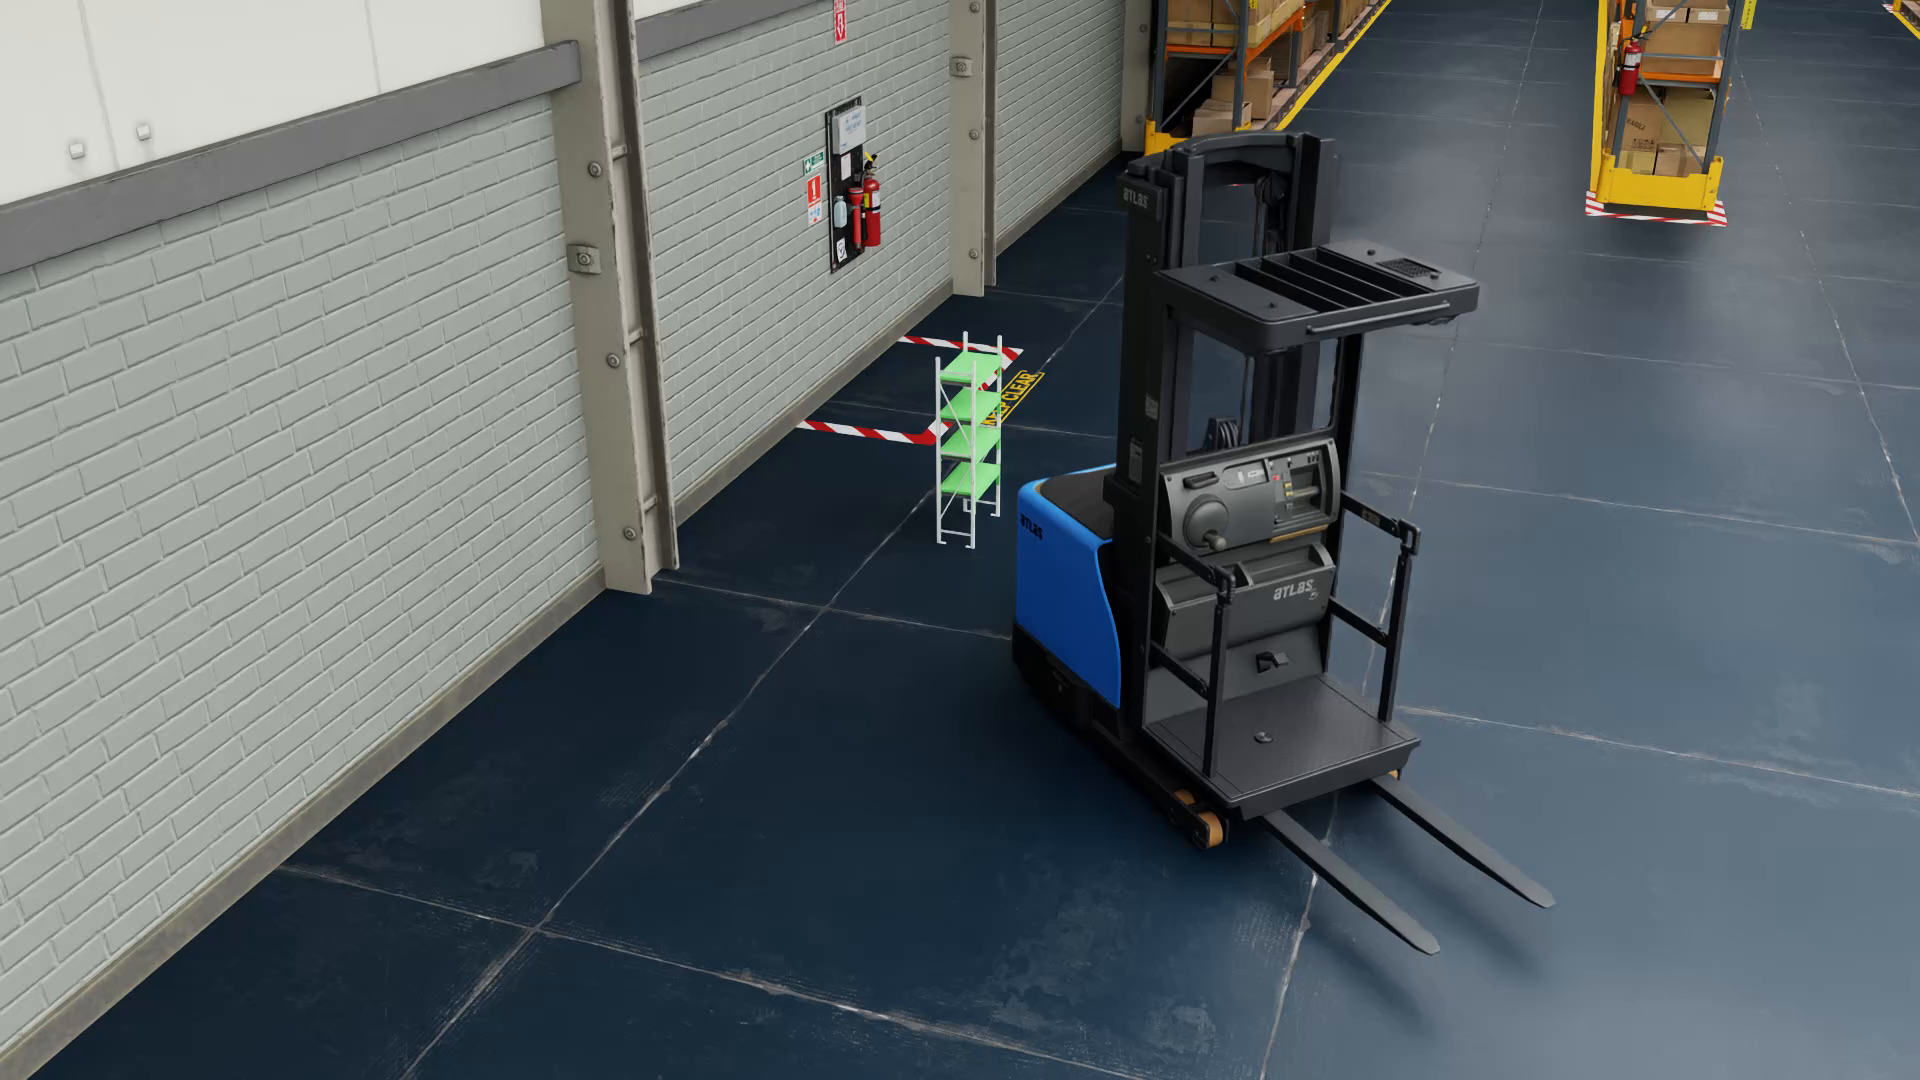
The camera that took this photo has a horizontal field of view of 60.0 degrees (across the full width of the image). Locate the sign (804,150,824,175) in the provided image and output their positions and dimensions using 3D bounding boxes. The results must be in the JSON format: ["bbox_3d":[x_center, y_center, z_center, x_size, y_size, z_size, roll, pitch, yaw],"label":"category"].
[{"bbox_3d":[-1.015,-2.635,11.601,0.001,0.109,0.331,9,27,17],"label":"sign"}]

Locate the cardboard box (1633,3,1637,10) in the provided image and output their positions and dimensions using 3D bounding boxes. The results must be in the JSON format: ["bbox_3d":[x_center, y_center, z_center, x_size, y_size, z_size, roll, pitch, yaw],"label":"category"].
[{"bbox_3d":[8.817,-6.909,21.232,0.396,0.266,0.258,8,27,16],"label":"cardboard box"}]

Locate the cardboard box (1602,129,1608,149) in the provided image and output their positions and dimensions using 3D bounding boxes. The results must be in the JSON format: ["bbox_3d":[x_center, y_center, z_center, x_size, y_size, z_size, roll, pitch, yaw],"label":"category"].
[{"bbox_3d":[7.586,-4.565,18.910,0.500,0.250,0.500,9,27,17],"label":"cardboard box"}]

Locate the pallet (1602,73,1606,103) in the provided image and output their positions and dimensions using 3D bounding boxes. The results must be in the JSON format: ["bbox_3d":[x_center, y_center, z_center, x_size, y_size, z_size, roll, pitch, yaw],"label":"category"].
[{"bbox_3d":[9.310,-6.138,22.685,1.003,0.211,1.213,9,27,17],"label":"pallet"}]

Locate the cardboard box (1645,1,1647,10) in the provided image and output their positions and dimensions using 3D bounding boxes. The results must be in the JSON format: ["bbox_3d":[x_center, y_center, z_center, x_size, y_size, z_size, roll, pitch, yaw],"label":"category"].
[{"bbox_3d":[7.484,-5.672,17.664,0.380,0.149,0.250,8,27,17],"label":"cardboard box"}]

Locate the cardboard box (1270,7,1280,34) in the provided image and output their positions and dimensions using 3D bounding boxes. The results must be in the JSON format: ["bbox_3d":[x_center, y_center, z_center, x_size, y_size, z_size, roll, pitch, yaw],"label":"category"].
[{"bbox_3d":[3.490,-6.174,19.710,0.500,0.250,0.500,8,27,17],"label":"cardboard box"}]

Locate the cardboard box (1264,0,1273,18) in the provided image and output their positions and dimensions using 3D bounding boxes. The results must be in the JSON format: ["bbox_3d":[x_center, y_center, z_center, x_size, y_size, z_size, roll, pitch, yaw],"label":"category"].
[{"bbox_3d":[3.310,-6.288,19.083,0.500,0.500,0.500,9,27,18],"label":"cardboard box"}]

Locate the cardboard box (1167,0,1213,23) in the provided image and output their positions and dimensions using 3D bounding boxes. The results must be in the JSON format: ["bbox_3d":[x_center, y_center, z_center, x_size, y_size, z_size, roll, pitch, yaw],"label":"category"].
[{"bbox_3d":[2.650,-6.158,18.815,0.500,0.500,0.500,8,27,17],"label":"cardboard box"}]

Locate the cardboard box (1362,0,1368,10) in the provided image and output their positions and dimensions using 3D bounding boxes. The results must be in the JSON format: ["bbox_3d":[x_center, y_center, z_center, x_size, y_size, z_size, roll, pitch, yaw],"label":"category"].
[{"bbox_3d":[6.593,-9.521,28.458,0.750,0.750,0.750,9,27,18],"label":"cardboard box"}]

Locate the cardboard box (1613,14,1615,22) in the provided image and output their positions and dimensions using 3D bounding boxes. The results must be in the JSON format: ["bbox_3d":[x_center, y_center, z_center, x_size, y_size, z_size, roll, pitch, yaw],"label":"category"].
[{"bbox_3d":[10.118,-7.717,25.109,0.500,0.500,0.500,10,28,19],"label":"cardboard box"}]

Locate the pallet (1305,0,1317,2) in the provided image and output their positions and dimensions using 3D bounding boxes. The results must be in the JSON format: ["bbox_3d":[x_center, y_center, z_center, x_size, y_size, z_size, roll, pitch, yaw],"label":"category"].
[{"bbox_3d":[4.416,-7.505,22.528,1.003,0.211,1.213,9,27,17],"label":"pallet"}]

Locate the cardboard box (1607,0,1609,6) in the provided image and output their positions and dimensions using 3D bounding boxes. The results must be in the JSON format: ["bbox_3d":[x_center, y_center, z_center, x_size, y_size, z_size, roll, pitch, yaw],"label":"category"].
[{"bbox_3d":[11.350,-9.222,28.621,0.380,0.149,0.250,9,27,17],"label":"cardboard box"}]

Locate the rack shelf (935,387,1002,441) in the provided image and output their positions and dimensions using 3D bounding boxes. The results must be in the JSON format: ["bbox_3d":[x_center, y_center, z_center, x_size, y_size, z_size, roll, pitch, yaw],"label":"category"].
[{"bbox_3d":[0.055,-0.767,10.052,0.258,0.148,0.480,9,27,17],"label":"rack shelf"}]

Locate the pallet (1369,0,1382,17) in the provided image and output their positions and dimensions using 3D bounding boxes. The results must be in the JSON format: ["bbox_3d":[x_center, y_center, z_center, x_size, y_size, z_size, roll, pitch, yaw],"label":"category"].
[{"bbox_3d":[7.014,-9.632,29.901,1.003,0.211,1.213,9,27,17],"label":"pallet"}]

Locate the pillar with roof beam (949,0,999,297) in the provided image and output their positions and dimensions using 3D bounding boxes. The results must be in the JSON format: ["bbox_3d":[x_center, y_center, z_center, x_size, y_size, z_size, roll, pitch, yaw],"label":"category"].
[{"bbox_3d":[4.174,-5.678,11.650,9.100,9.000,0.400,9,27,17],"label":"pillar with roof beam"}]

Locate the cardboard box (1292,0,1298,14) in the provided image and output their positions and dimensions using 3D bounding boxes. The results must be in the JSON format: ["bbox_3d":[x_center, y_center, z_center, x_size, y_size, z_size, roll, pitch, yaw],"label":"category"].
[{"bbox_3d":[3.979,-6.798,20.997,0.500,0.250,0.500,9,27,18],"label":"cardboard box"}]

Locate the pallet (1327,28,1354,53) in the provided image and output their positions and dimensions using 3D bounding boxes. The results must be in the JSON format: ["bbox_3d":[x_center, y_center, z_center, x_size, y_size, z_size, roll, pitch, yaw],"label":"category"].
[{"bbox_3d":[5.689,-8.000,26.531,1.003,0.211,1.213,9,27,17],"label":"pallet"}]

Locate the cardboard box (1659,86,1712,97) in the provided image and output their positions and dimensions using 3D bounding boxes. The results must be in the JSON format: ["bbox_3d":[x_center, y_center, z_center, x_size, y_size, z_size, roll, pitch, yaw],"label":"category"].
[{"bbox_3d":[8.073,-4.828,18.592,0.500,0.500,0.500,9,27,17],"label":"cardboard box"}]

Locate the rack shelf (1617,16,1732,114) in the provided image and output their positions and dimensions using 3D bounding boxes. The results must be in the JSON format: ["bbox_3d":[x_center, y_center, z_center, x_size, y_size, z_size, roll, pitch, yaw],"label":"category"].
[{"bbox_3d":[8.032,-5.436,18.860,1.077,0.370,4.000,9,27,17],"label":"rack shelf"}]

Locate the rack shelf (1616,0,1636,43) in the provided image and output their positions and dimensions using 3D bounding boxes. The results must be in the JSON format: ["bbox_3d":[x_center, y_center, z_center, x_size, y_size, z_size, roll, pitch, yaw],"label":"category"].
[{"bbox_3d":[9.363,-7.080,22.255,1.077,0.370,4.000,9,27,17],"label":"rack shelf"}]

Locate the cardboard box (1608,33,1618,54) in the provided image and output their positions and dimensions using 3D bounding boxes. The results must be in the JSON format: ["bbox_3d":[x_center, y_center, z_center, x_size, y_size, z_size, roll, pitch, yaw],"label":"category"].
[{"bbox_3d":[9.238,-6.830,22.944,0.500,0.311,0.500,8,27,16],"label":"cardboard box"}]

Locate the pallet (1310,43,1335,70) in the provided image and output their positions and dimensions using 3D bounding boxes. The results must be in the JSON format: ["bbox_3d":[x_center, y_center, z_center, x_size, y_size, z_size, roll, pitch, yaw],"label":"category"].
[{"bbox_3d":[5.094,-7.366,25.221,1.003,0.211,1.213,9,27,17],"label":"pallet"}]

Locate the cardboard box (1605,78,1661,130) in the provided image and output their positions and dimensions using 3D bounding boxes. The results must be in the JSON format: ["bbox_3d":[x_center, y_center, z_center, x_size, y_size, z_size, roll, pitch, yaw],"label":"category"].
[{"bbox_3d":[7.583,-4.903,18.748,0.500,0.500,0.500,9,27,17],"label":"cardboard box"}]

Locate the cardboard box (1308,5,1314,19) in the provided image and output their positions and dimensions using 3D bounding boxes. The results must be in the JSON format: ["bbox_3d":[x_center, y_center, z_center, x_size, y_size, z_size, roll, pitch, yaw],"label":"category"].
[{"bbox_3d":[4.917,-7.824,24.470,0.500,0.250,0.500,9,27,18],"label":"cardboard box"}]

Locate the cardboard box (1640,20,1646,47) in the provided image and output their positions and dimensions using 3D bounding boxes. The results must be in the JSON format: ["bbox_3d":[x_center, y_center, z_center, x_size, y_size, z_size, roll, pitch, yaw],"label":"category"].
[{"bbox_3d":[7.875,-5.592,18.243,0.700,0.500,0.500,9,27,18],"label":"cardboard box"}]

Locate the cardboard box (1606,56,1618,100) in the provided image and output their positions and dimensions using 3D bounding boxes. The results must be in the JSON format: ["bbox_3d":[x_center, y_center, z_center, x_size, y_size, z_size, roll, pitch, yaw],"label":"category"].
[{"bbox_3d":[8.089,-5.519,20.019,0.500,0.500,0.500,9,27,17],"label":"cardboard box"}]

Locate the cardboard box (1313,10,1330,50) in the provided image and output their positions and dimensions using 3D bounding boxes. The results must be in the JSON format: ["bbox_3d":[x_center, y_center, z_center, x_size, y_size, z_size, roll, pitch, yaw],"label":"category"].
[{"bbox_3d":[5.165,-7.712,25.099,0.700,0.500,0.500,9,27,18],"label":"cardboard box"}]

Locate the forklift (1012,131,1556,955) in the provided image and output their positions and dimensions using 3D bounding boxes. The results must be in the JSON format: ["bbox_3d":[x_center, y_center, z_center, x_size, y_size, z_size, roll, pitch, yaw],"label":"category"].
[{"bbox_3d":[1.407,-0.167,7.232,1.130,2.935,3.031,-13,29,-25],"label":"forklift"}]

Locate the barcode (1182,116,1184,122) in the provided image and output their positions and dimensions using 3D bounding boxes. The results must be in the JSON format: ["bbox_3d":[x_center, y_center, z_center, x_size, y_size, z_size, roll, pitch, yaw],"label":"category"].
[{"bbox_3d":[2.638,-4.983,19.670,0.001,0.075,0.075,9,27,17],"label":"barcode"}]

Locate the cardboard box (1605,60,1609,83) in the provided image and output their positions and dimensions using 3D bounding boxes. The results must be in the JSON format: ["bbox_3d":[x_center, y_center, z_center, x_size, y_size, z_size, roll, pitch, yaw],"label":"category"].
[{"bbox_3d":[9.072,-6.372,22.642,0.500,0.250,0.500,9,27,18],"label":"cardboard box"}]

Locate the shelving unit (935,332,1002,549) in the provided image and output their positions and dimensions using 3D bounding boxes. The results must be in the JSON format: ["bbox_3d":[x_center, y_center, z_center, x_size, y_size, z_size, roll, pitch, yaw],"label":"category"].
[{"bbox_3d":[0.055,-0.608,10.129,0.258,1.200,0.503,9,27,17],"label":"shelving unit"}]

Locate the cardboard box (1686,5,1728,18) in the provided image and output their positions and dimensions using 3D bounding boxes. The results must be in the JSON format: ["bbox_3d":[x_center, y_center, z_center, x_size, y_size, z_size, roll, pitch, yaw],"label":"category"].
[{"bbox_3d":[7.785,-5.514,17.336,0.380,0.149,0.250,8,27,16],"label":"cardboard box"}]

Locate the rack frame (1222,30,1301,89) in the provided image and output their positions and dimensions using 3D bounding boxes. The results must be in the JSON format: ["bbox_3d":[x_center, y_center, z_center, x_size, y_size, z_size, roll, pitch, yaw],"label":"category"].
[{"bbox_3d":[4.025,-7.298,21.882,1.000,3.000,0.127,9,27,17],"label":"rack frame"}]

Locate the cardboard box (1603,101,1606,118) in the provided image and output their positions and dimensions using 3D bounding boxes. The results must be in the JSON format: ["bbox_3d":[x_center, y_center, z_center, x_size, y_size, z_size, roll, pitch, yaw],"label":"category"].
[{"bbox_3d":[8.086,-5.182,20.183,0.500,0.250,0.500,9,27,17],"label":"cardboard box"}]

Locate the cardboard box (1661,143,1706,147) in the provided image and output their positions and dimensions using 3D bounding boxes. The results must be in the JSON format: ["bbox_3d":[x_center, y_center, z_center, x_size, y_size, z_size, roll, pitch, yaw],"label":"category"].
[{"bbox_3d":[7.917,-4.283,18.328,0.500,0.250,0.500,9,27,17],"label":"cardboard box"}]

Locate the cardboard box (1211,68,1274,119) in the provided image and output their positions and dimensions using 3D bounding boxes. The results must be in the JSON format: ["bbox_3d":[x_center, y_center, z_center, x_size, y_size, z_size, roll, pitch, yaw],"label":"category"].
[{"bbox_3d":[3.490,-5.527,20.587,0.700,0.500,0.500,7,27,14],"label":"cardboard box"}]

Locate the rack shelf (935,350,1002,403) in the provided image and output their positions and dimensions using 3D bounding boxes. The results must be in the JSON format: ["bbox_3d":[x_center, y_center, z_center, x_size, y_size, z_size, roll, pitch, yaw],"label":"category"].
[{"bbox_3d":[0.055,-0.983,9.948,0.258,0.148,0.480,9,27,17],"label":"rack shelf"}]

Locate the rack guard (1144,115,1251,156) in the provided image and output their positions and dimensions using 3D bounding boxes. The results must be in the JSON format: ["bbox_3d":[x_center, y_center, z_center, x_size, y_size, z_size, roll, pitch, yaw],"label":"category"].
[{"bbox_3d":[2.719,-4.561,19.096,1.175,0.500,0.348,9,27,17],"label":"rack guard"}]

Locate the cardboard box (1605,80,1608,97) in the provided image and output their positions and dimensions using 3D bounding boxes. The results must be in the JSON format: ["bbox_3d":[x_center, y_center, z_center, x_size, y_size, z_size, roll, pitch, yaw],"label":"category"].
[{"bbox_3d":[8.562,-5.745,21.347,0.500,0.250,0.500,8,27,17],"label":"cardboard box"}]

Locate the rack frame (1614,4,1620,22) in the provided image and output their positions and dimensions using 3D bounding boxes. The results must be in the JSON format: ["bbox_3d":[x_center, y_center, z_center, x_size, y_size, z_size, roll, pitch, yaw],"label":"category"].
[{"bbox_3d":[10.028,-8.225,23.796,1.000,3.000,0.127,9,27,17],"label":"rack frame"}]

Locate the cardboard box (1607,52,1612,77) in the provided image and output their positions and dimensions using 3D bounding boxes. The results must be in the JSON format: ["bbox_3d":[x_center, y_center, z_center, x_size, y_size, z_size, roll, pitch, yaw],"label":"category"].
[{"bbox_3d":[8.729,-6.208,21.660,0.500,0.311,0.500,10,27,19],"label":"cardboard box"}]

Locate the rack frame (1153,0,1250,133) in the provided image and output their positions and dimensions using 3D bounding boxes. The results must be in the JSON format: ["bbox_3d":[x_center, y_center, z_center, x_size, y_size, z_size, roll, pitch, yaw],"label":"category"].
[{"bbox_3d":[2.694,-5.654,18.487,1.000,3.000,0.127,9,27,17],"label":"rack frame"}]

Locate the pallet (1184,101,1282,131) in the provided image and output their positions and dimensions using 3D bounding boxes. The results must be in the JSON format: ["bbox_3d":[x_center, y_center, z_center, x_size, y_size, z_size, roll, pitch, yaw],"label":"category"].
[{"bbox_3d":[3.430,-5.259,20.870,1.003,0.211,1.213,9,27,17],"label":"pallet"}]

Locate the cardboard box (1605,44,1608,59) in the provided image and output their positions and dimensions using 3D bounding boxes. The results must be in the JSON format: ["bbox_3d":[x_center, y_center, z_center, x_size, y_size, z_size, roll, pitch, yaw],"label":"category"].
[{"bbox_3d":[9.577,-7.004,23.947,0.500,0.250,0.500,9,27,17],"label":"cardboard box"}]

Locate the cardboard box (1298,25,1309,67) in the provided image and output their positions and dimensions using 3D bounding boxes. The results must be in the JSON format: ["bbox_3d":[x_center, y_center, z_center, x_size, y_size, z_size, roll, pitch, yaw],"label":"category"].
[{"bbox_3d":[4.586,-7.100,23.835,0.700,0.500,0.500,9,27,18],"label":"cardboard box"}]

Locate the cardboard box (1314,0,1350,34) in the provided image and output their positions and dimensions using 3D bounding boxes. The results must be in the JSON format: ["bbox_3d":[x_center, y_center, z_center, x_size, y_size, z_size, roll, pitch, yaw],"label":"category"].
[{"bbox_3d":[5.724,-8.447,26.238,0.750,0.750,0.750,8,27,17],"label":"cardboard box"}]

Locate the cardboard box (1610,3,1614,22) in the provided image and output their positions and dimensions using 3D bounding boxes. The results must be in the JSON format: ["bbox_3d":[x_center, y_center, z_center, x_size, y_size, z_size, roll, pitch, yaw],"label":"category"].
[{"bbox_3d":[10.802,-8.558,26.846,0.500,0.500,0.500,9,27,18],"label":"cardboard box"}]
